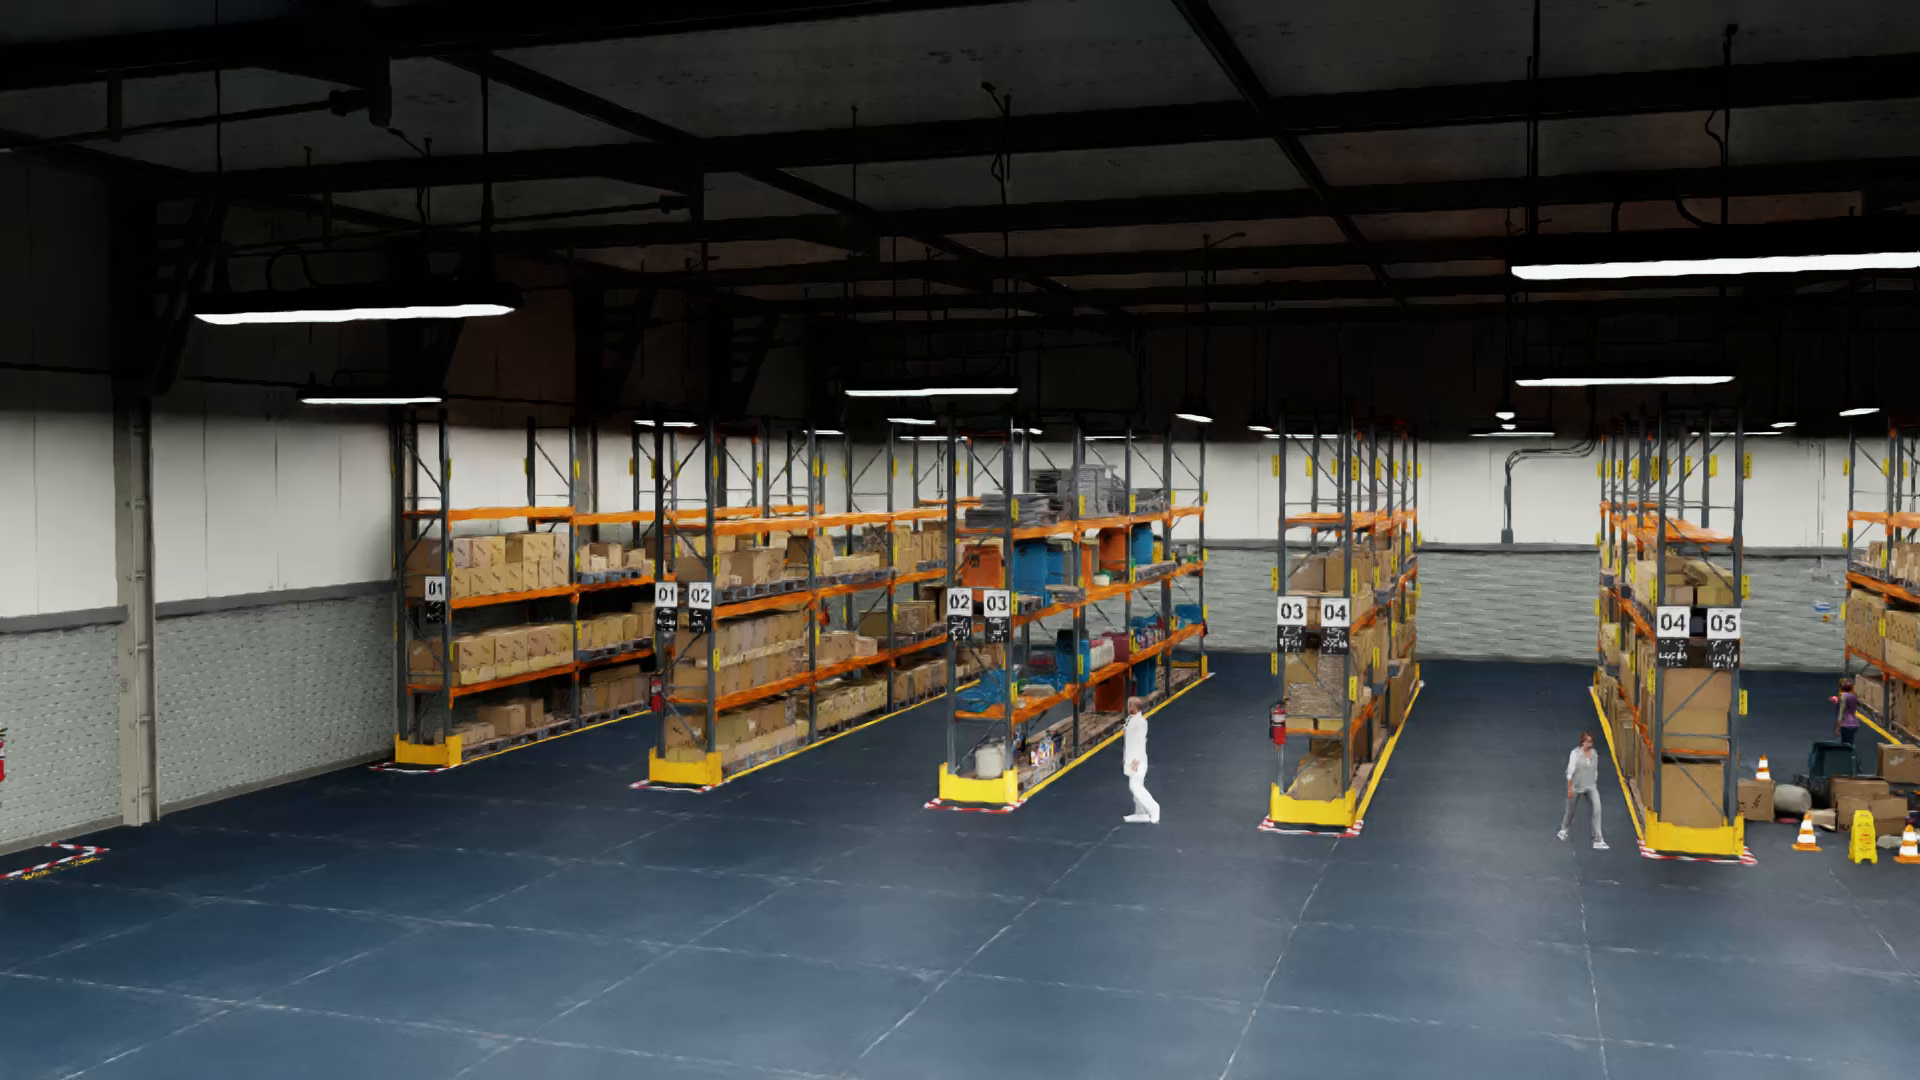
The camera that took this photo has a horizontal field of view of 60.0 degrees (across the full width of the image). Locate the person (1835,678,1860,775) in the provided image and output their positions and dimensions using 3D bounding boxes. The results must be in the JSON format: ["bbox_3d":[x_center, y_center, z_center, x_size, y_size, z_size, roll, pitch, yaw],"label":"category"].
[{"bbox_3d":[14.379,3.033,27.002,0.523,1.591,0.522,-2,3,-43],"label":"person"}]

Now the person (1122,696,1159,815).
[{"bbox_3d":[2.525,3.057,23.502,0.504,1.695,0.643,-1,2,-12],"label":"person"}]

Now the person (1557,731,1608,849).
[{"bbox_3d":[8.260,3.280,22.072,0.452,1.534,0.881,0,2,-1],"label":"person"}]
